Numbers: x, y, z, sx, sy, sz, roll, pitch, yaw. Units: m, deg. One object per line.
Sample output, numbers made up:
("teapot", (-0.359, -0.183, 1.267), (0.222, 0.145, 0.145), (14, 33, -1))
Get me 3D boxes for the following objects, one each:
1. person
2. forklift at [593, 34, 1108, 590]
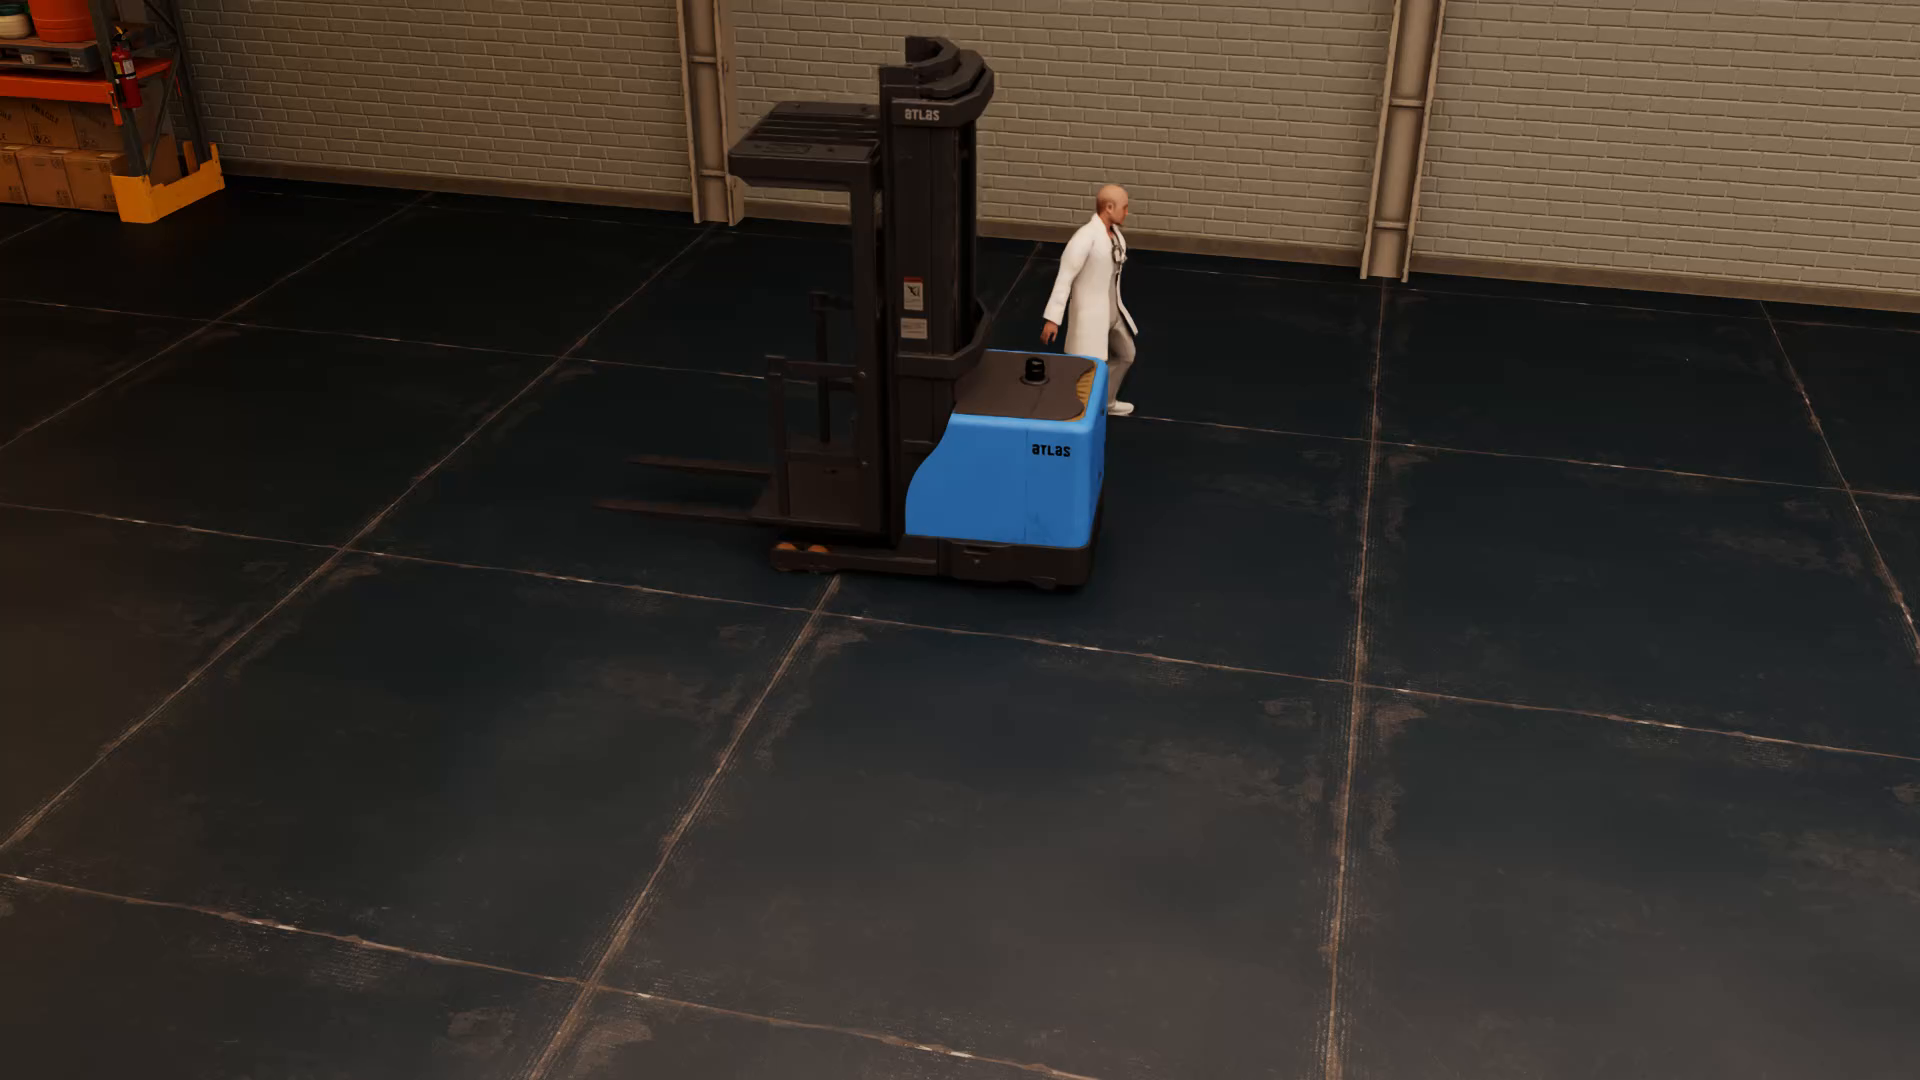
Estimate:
("person", (0.842, -1.494, 11.099), (0.551, 1.760, 0.908), (19, 35, 30))
("forklift", (-0.674, -1.325, 9.508), (3.031, 2.935, 1.130), (5, 30, 9))
